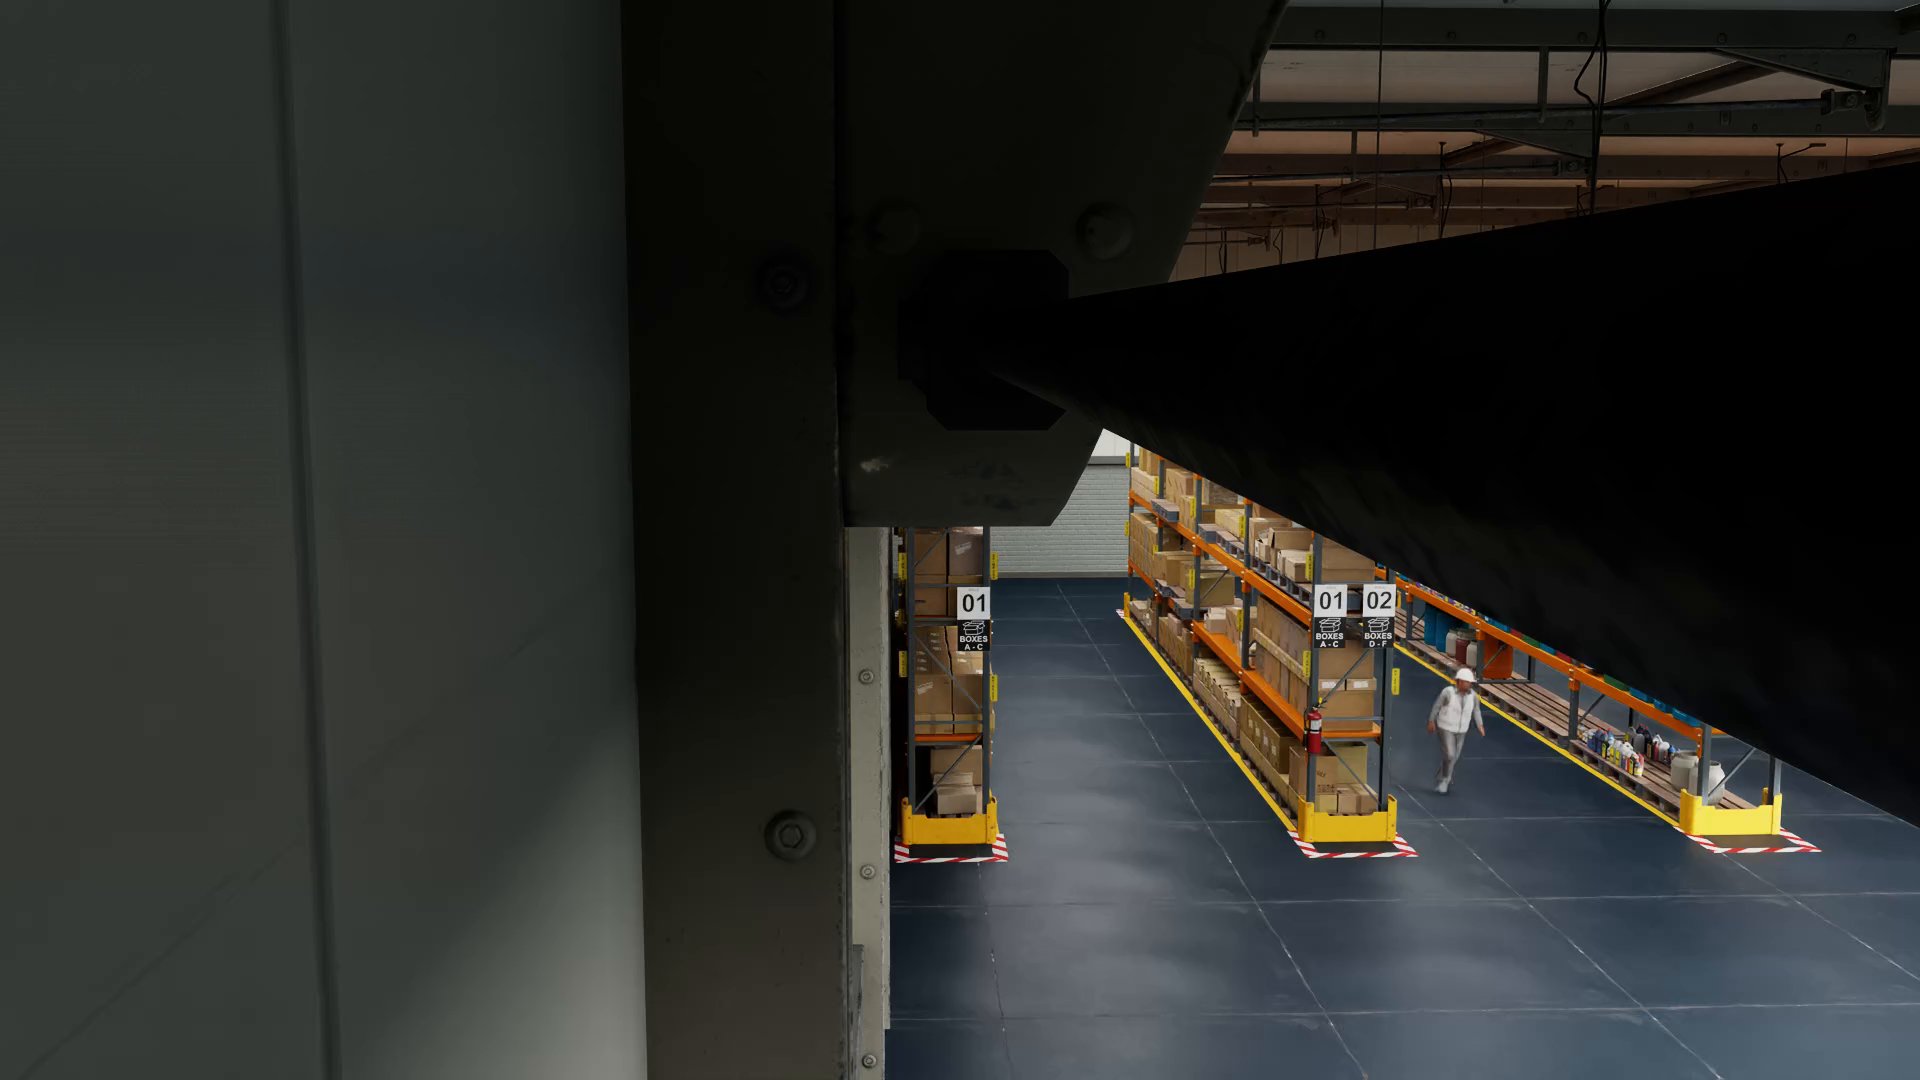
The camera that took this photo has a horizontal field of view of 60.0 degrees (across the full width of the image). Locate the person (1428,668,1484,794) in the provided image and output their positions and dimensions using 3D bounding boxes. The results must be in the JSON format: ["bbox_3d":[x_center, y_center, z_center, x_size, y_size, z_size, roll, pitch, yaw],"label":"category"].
[{"bbox_3d":[6.782,2.575,22.772,0.627,1.724,0.782,-2,8,-16],"label":"person"}]
